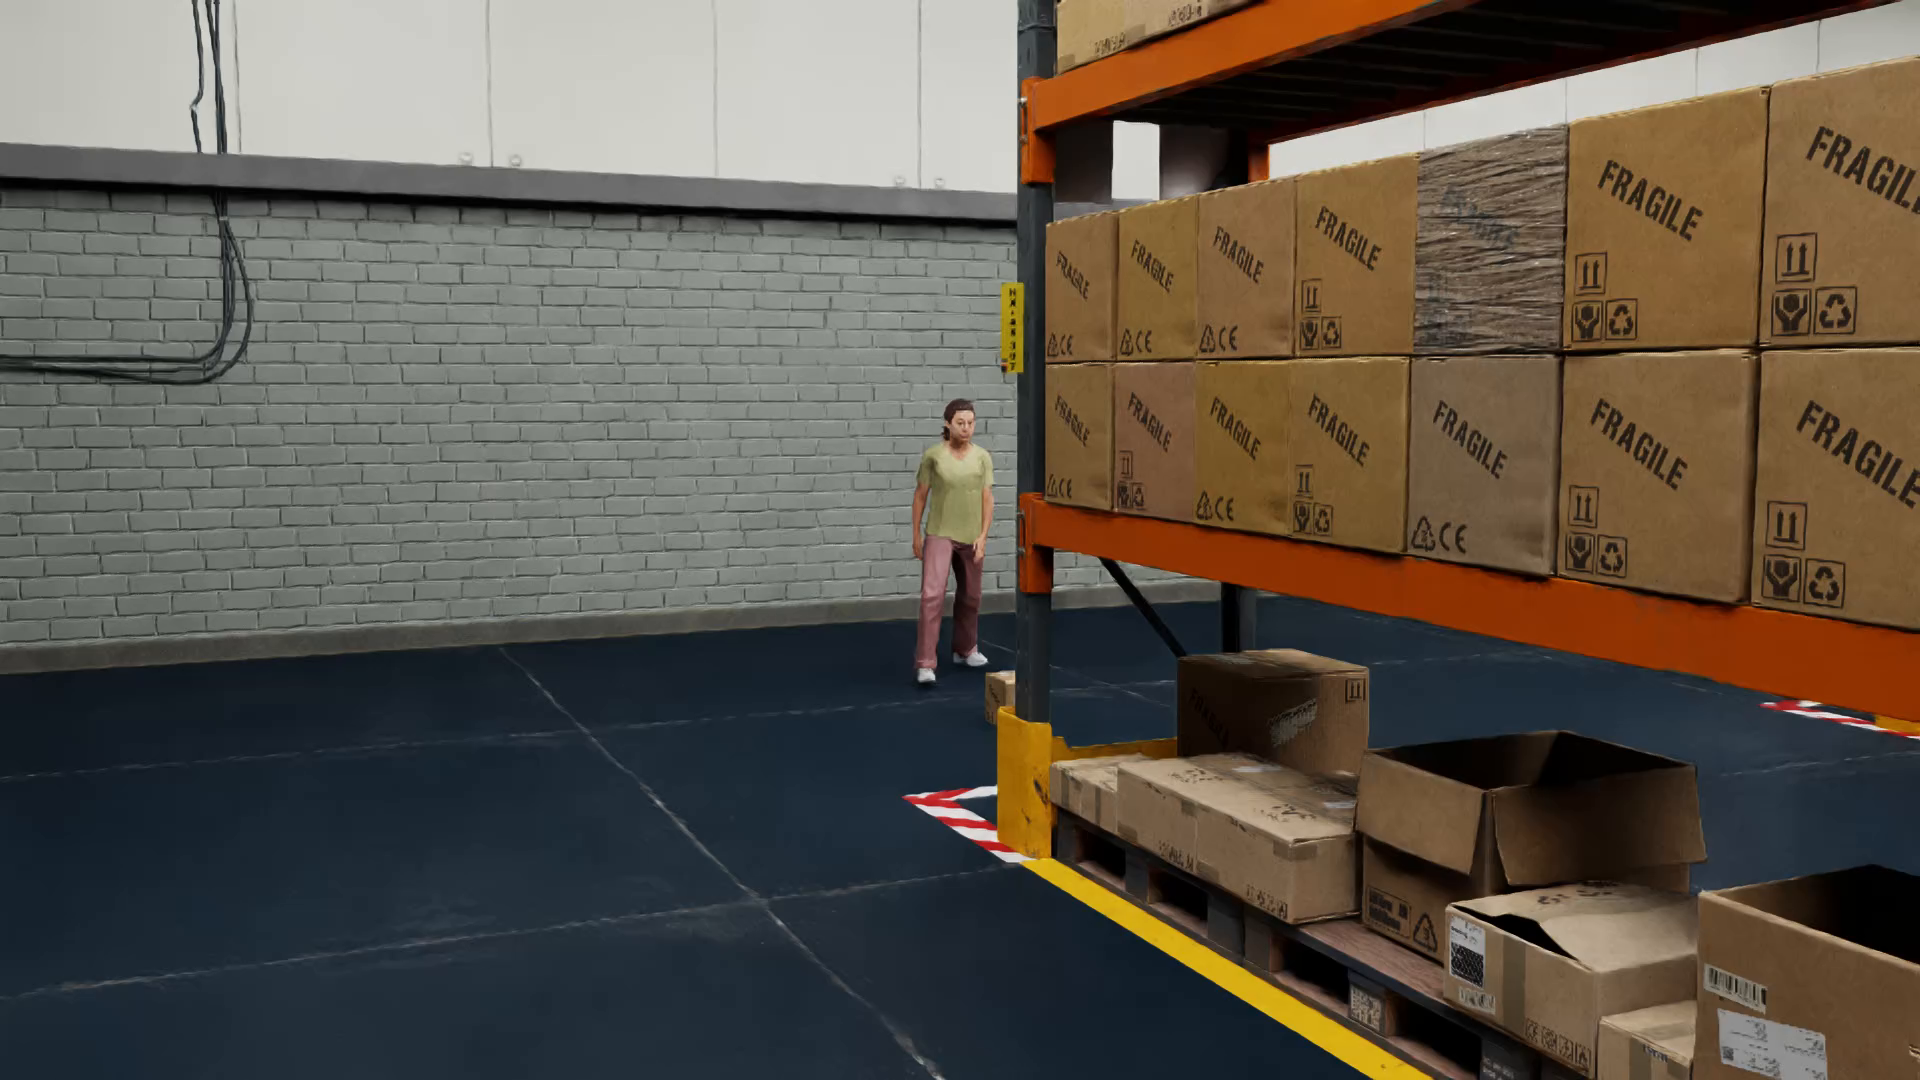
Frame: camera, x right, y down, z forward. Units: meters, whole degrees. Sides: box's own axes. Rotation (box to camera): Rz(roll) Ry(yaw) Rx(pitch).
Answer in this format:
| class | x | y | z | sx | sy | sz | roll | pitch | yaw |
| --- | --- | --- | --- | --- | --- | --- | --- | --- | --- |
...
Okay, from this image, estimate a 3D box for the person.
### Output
| class | x | y | z | sx | sy | sz | roll | pitch | yaw |
| --- | --- | --- | --- | --- | --- | --- | --- | --- | --- |
| person | -0.051 | -0.014 | 9.741 | 0.534 | 1.632 | 0.788 | -1 | 6 | -15 |
